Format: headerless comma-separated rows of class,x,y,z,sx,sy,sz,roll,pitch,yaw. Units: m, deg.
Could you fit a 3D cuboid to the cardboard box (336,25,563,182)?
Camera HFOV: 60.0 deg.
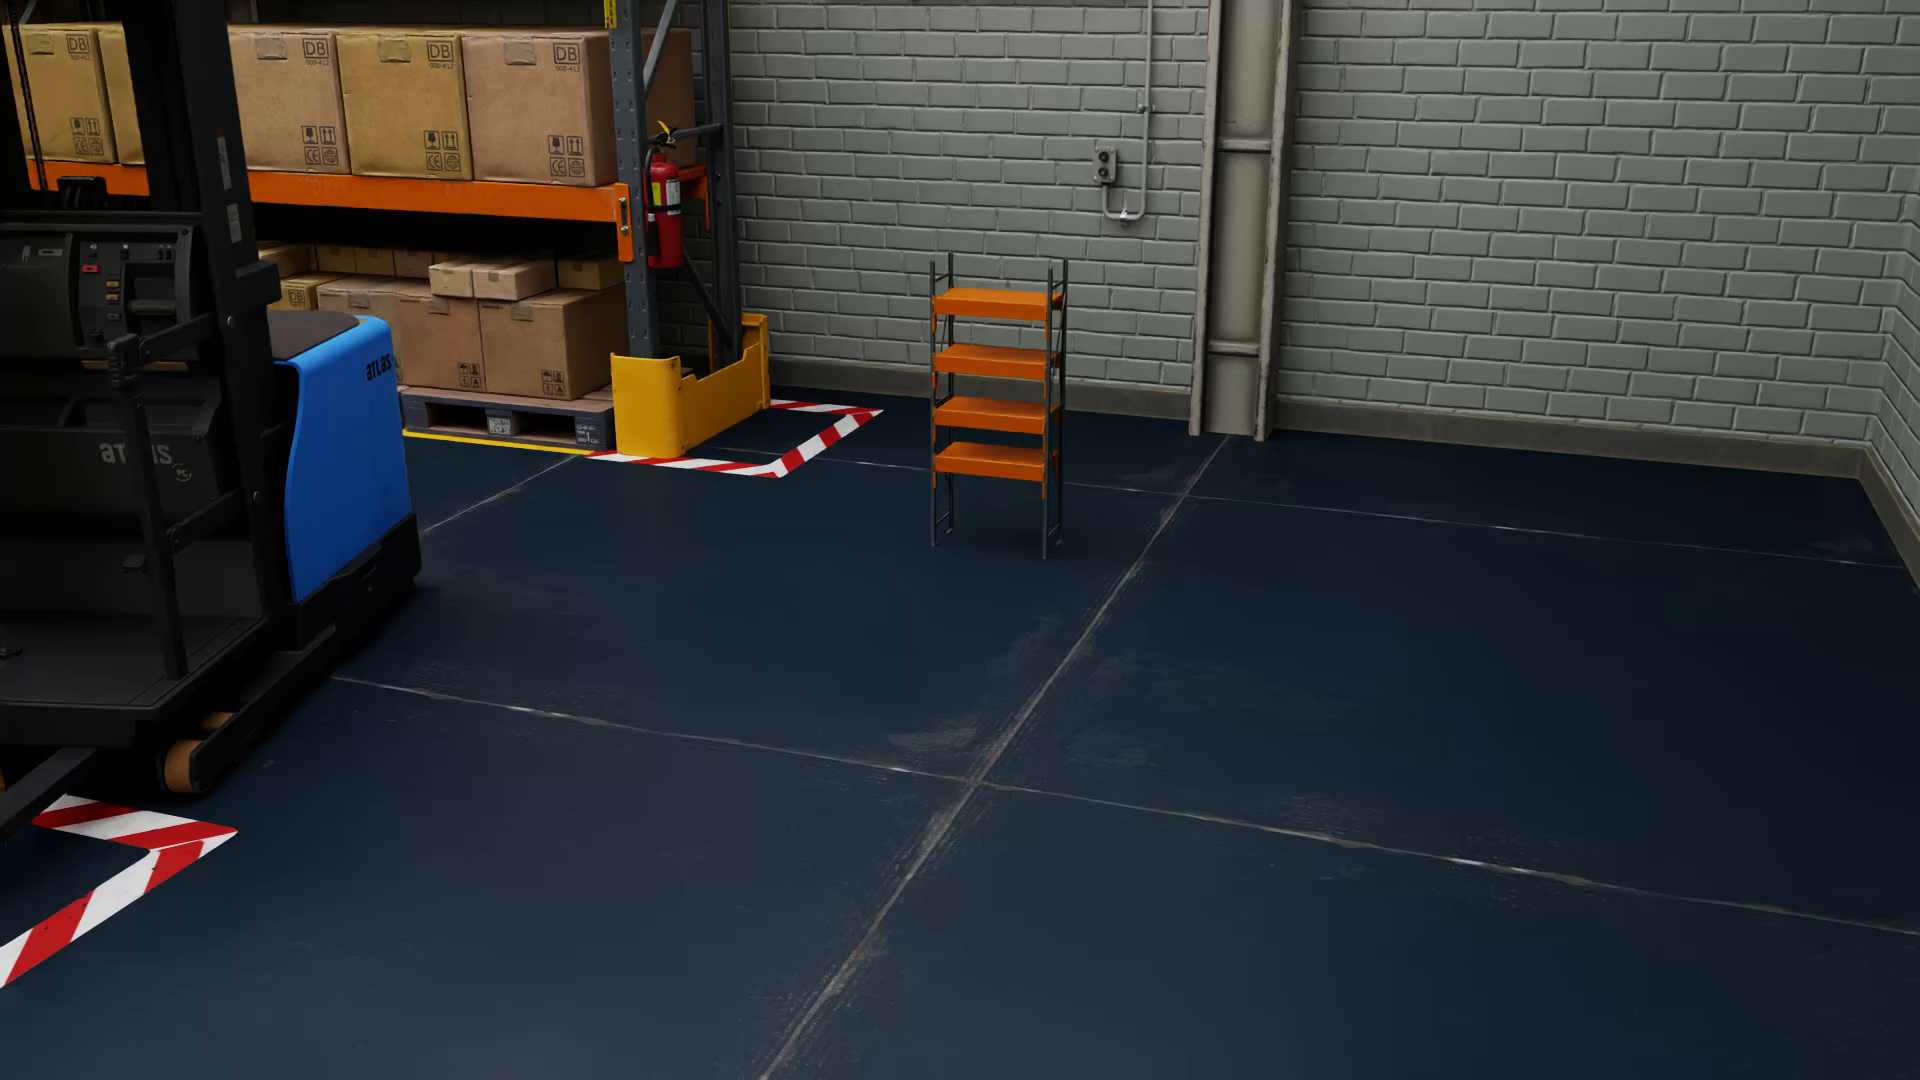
cardboard box,-2.584,-2.282,8.610,0.700,0.700,0.980,6,20,18

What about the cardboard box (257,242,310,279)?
cardboard box,-3.757,-1.507,9.016,0.250,0.149,0.380,6,20,17

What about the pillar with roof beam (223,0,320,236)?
pillar with roof beam,-5.654,-4.133,5.261,0.400,9.000,9.100,7,20,18

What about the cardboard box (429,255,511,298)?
cardboard box,-2.525,-1.367,8.614,0.250,0.149,0.380,7,20,20

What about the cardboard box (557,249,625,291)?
cardboard box,-1.918,-1.431,8.798,0.250,0.149,0.380,7,20,18

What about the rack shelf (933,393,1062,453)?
rack shelf,0.156,-0.485,6.850,0.480,0.148,0.258,7,20,18

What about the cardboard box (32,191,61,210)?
cardboard box,-5.843,-1.658,9.904,0.750,0.750,0.750,7,20,19

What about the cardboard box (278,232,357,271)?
cardboard box,-3.600,-1.622,9.347,0.250,0.149,0.380,7,20,19

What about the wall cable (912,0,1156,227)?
wall cable,0.112,-2.649,8.574,1.851,1.984,0.084,7,20,18

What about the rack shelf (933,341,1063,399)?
rack shelf,0.156,-0.696,6.776,0.480,0.148,0.258,7,20,18

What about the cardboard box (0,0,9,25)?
cardboard box,-5.712,-2.967,9.259,0.500,0.250,0.500,7,20,19

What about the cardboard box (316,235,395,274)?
cardboard box,-3.355,-1.595,9.268,0.250,0.149,0.380,6,20,17

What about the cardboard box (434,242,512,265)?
cardboard box,-2.633,-1.512,9.032,0.250,0.149,0.380,7,20,19

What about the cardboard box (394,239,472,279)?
cardboard box,-2.874,-1.540,9.110,0.250,0.149,0.380,7,20,19

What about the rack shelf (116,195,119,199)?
rack shelf,-7.076,-2.322,10.272,4.000,0.370,1.077,7,20,18

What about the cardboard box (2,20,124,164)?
cardboard box,-4.679,-2.523,9.302,0.700,0.700,0.980,7,20,19

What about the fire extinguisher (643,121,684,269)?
fire extinguisher,-1.417,-1.641,7.910,0.183,0.674,0.296,7,20,18

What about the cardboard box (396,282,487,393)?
cardboard box,-2.575,-1.130,8.920,0.500,0.500,0.700,6,20,18

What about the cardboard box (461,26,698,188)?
cardboard box,-1.893,-2.207,8.394,0.700,0.700,0.980,7,21,21

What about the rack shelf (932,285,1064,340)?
rack shelf,0.156,-0.920,6.698,0.480,0.148,0.258,7,20,18

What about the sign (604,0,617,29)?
sign,-1.599,-2.505,7.585,0.005,0.325,0.100,7,20,18

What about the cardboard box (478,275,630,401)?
cardboard box,-2.102,-1.076,8.765,0.500,0.500,0.700,7,20,18

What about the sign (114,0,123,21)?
sign,-5.006,-3.064,9.874,0.005,0.325,0.100,7,20,18

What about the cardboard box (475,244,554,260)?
cardboard box,-2.397,-1.485,8.954,0.250,0.149,0.380,7,20,18

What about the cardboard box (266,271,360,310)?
cardboard box,-3.556,-1.239,9.234,0.500,0.500,0.700,7,20,19

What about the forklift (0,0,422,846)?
forklift,-2.747,-0.744,4.759,1.130,2.935,3.031,1,19,4

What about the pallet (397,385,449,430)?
pallet,-3.337,-0.891,9.311,1.213,0.211,1.003,7,20,18

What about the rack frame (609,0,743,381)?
rack frame,-1.408,-2.013,8.295,0.127,3.000,1.000,7,20,18

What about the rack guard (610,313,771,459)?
rack guard,-1.385,-0.830,8.699,0.348,0.500,1.175,7,20,18

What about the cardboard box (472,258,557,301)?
cardboard box,-2.283,-1.339,8.535,0.250,0.149,0.380,6,20,17

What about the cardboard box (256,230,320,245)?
cardboard box,-3.838,-1.650,9.426,0.250,0.149,0.380,6,20,16

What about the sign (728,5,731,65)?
sign,-1.220,-2.631,8.632,0.005,0.325,0.100,7,20,18

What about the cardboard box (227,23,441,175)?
cardboard box,-3.301,-2.367,8.854,0.700,0.700,0.980,6,20,15

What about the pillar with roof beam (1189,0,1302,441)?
pillar with roof beam,0.014,-3.485,3.402,0.400,9.000,9.100,7,20,18

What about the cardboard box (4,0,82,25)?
cardboard box,-5.535,-3.127,9.717,0.500,0.250,0.500,7,20,20

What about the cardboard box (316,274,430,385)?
cardboard box,-3.050,-1.184,9.075,0.500,0.500,0.700,6,20,16

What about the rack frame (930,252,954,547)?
rack frame,-0.074,-0.575,6.903,0.015,1.200,0.240,7,20,18

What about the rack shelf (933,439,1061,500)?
rack shelf,0.156,-0.298,6.915,0.480,0.148,0.258,7,20,18

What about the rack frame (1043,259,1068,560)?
rack frame,0.387,-0.522,6.752,0.015,1.200,0.240,7,20,18

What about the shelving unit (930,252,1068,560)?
shelving unit,0.156,-0.549,6.827,0.503,1.200,0.258,7,20,18

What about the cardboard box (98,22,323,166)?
cardboard box,-3.992,-2.443,9.071,0.700,0.700,0.980,6,20,17

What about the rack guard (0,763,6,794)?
rack guard,-3.102,0.700,4.310,0.348,0.500,1.175,7,20,18

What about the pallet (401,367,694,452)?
pallet,-2.189,-0.758,8.932,1.213,0.211,1.003,7,20,18

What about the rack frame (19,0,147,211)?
rack frame,-5.186,-2.445,9.534,0.127,3.000,1.000,7,20,18

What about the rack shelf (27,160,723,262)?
rack shelf,-3.297,-1.890,9.033,4.000,0.370,1.077,7,20,18

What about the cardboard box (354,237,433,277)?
cardboard box,-3.116,-1.567,9.189,0.250,0.149,0.380,7,20,19
